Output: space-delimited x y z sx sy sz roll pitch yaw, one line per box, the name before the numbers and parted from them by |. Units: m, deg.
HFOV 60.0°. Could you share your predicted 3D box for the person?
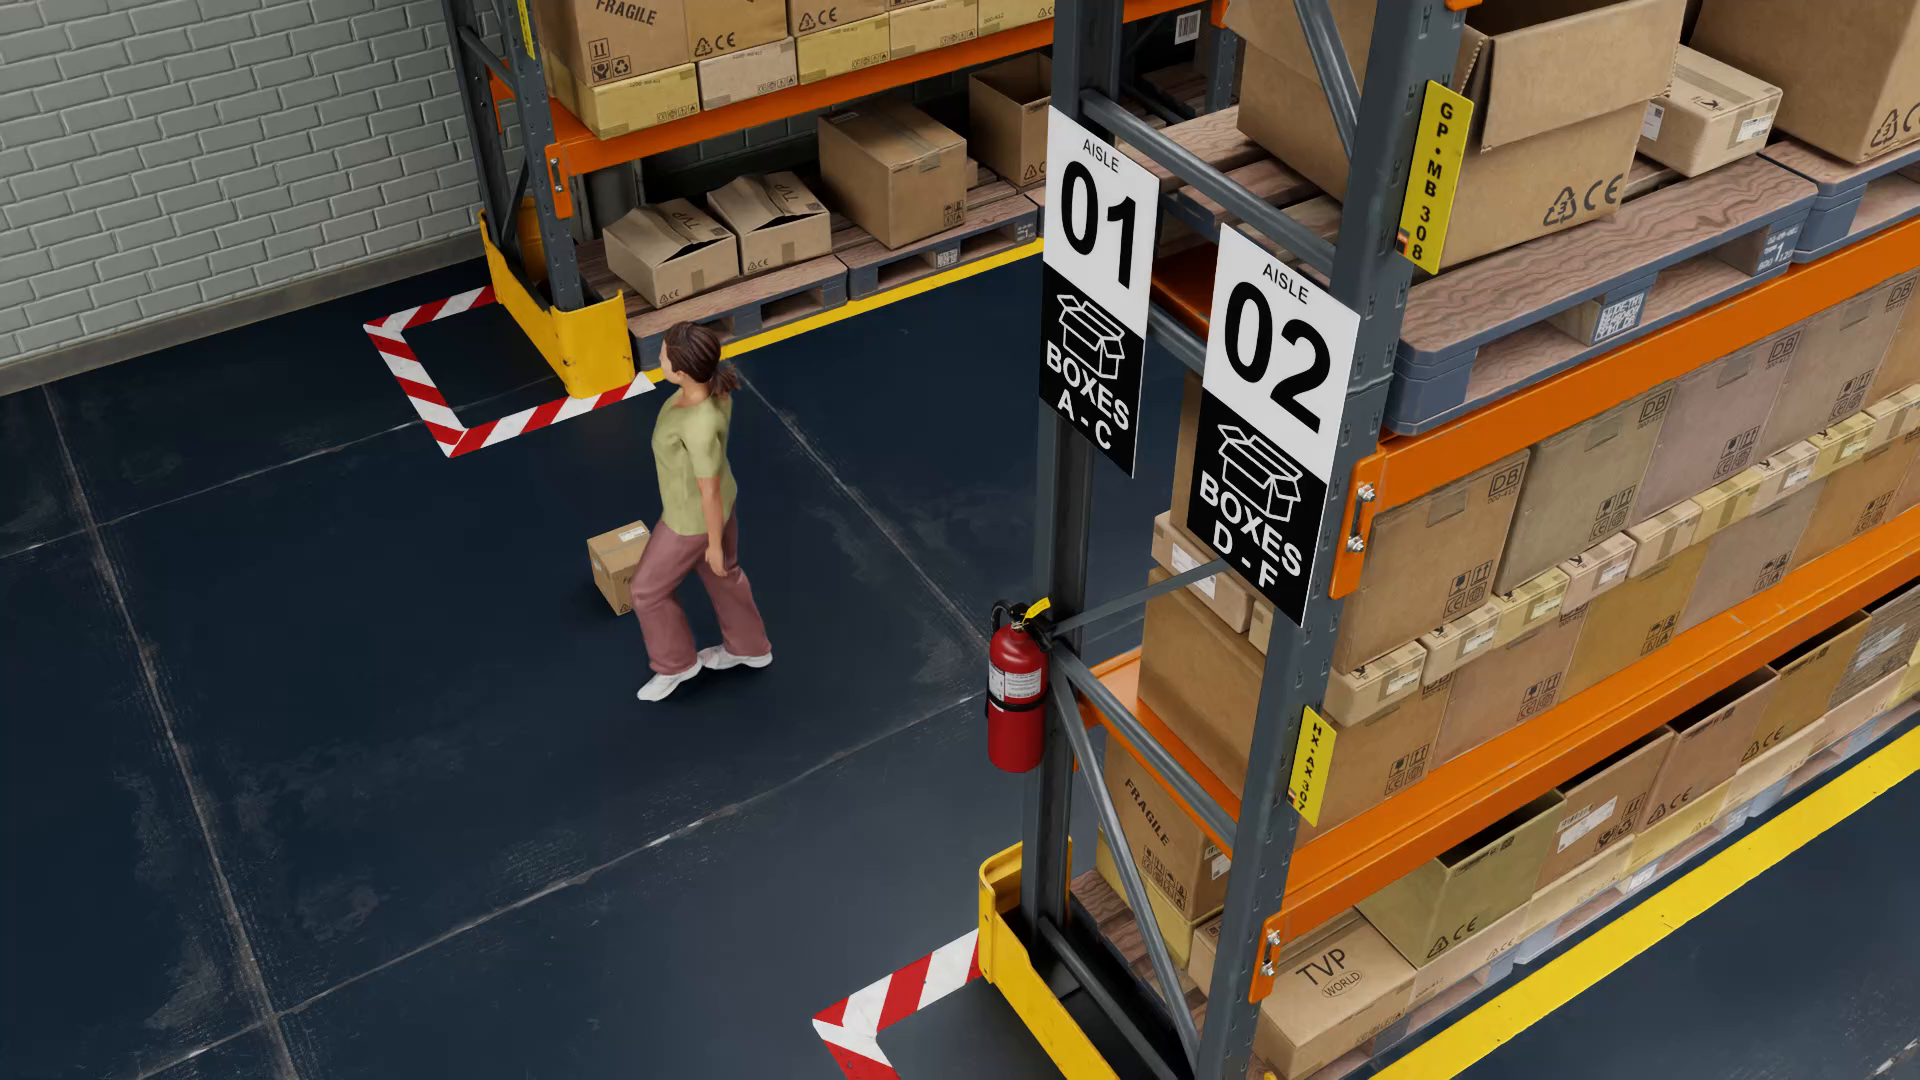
person | -1.031 -0.096 6.281 0.529 1.710 0.489 3 41 3
